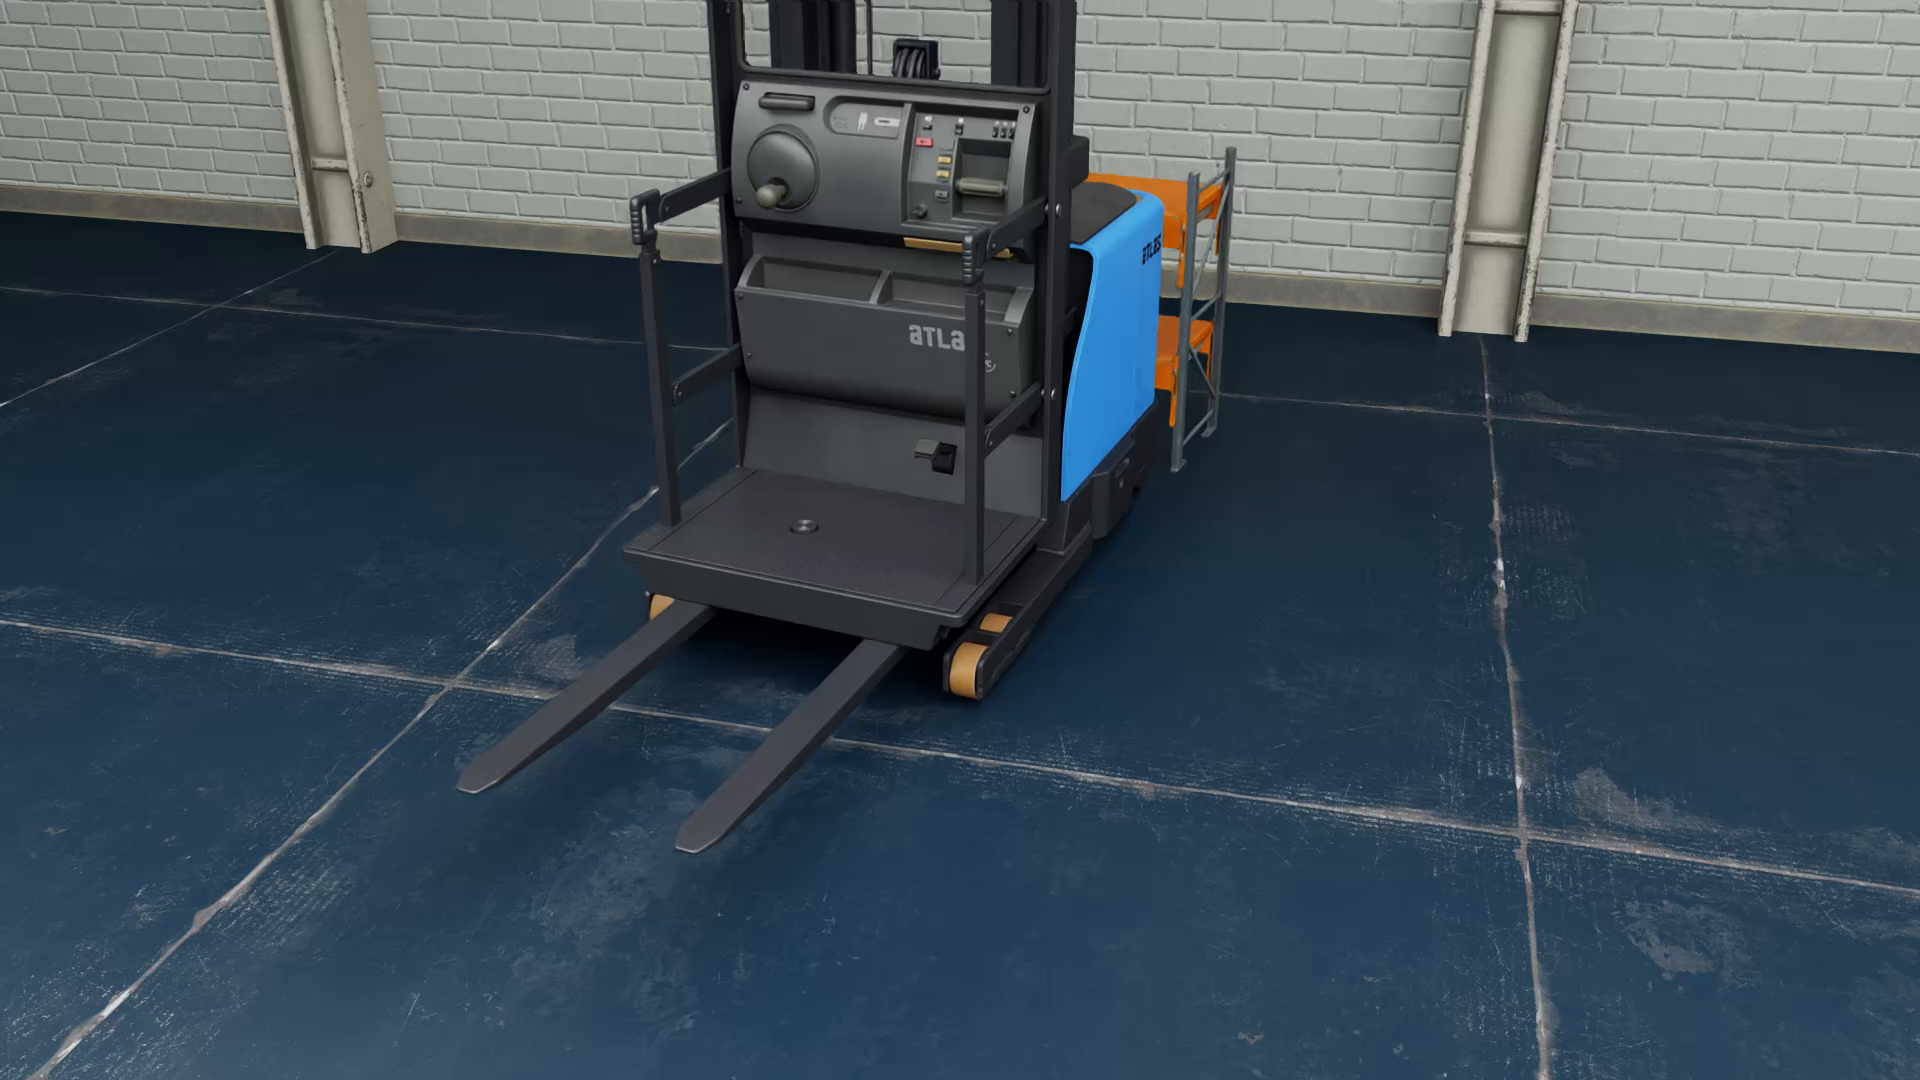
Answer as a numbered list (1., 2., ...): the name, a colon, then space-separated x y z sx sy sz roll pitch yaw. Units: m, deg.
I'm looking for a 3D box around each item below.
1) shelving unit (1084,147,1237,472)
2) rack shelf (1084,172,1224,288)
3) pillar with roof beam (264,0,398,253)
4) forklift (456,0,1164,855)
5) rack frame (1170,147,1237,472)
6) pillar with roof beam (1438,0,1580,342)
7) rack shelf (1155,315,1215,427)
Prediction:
1. shelving unit: 0.455 -0.958 6.454 1.048 1.125 0.538 11 28 22
2. rack shelf: 0.455 -1.223 6.329 1.000 0.278 0.538 11 28 22
3. pillar with roof beam: -4.423 -3.910 3.495 0.400 9.000 9.100 6 26 13
4. forklift: -0.313 -1.071 4.589 1.130 2.935 3.031 10 27 21
5. rack frame: 0.916 -0.866 6.261 0.032 1.125 0.500 11 28 22
6. pillar with roof beam: 1.388 -3.268 2.145 0.400 9.000 9.100 6 26 13
7. rack shelf: 0.455 -0.738 6.559 1.000 0.278 0.538 11 28 22
